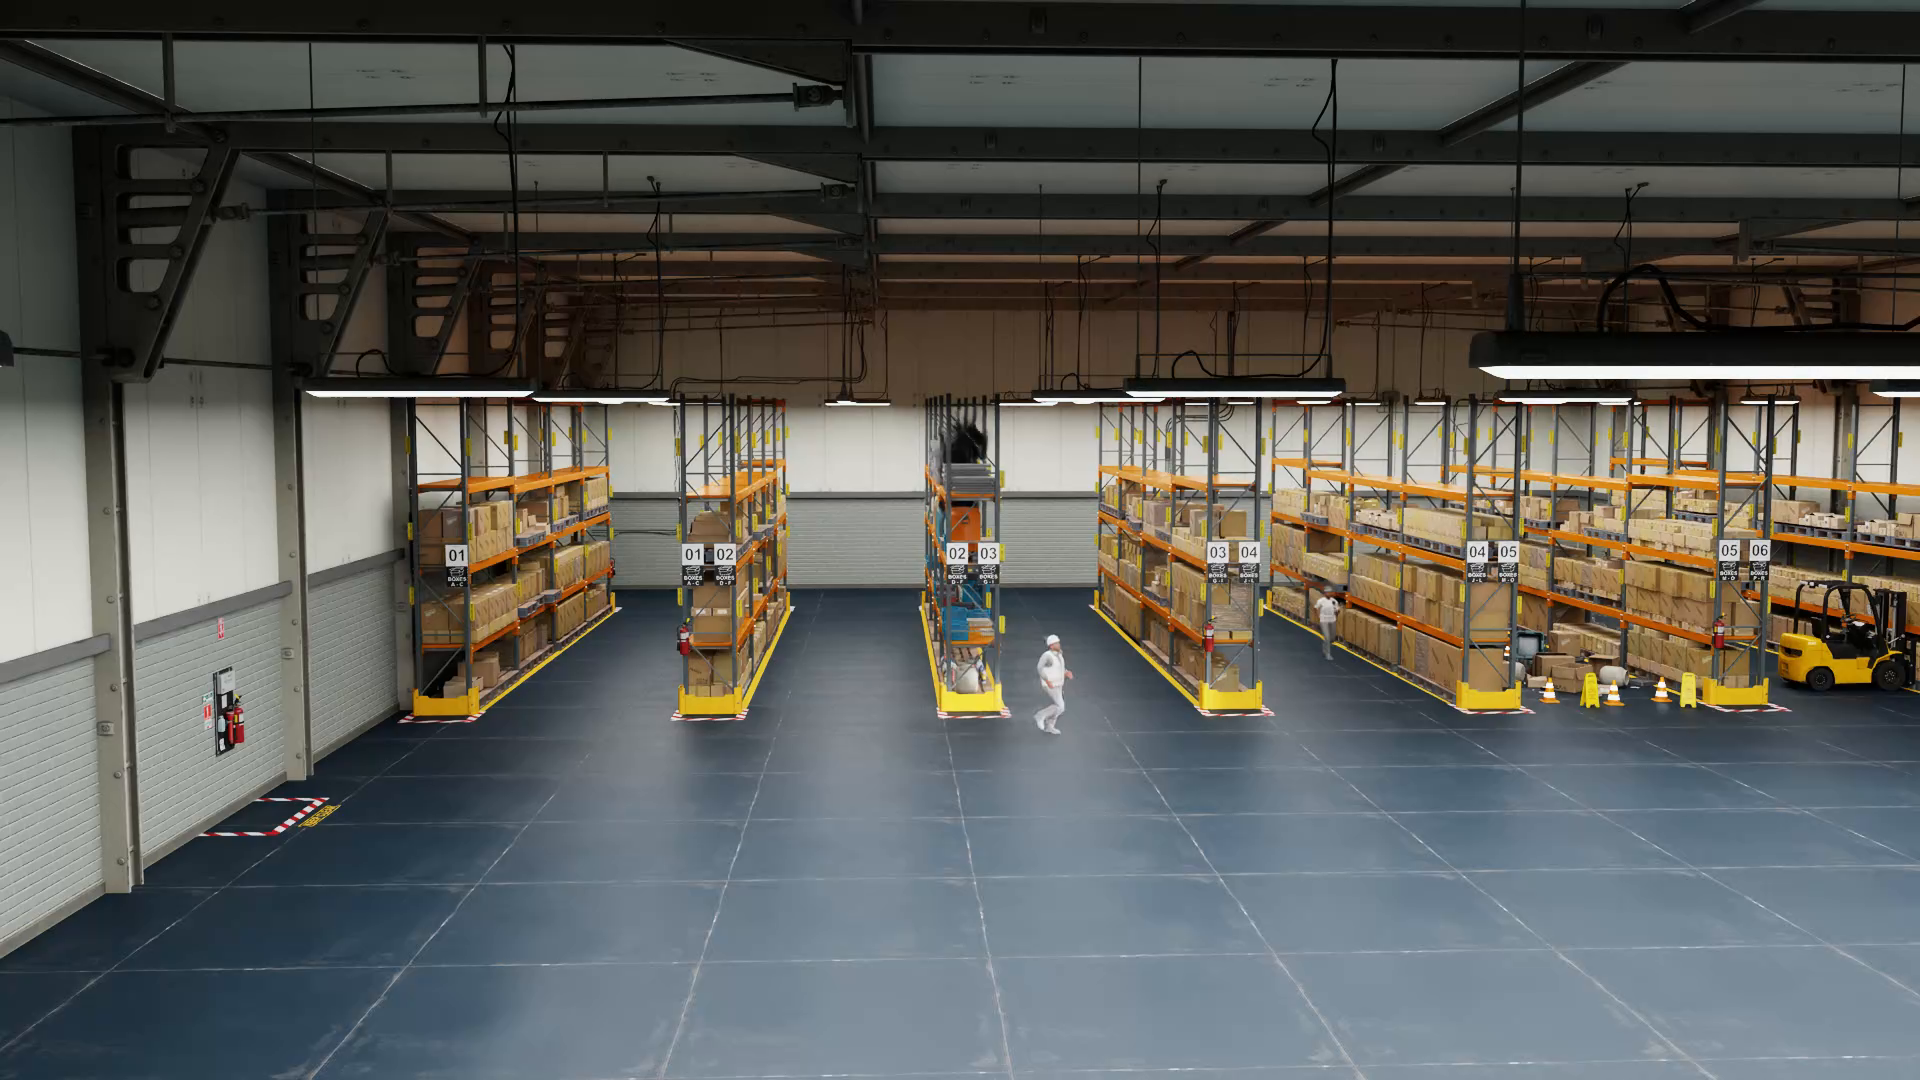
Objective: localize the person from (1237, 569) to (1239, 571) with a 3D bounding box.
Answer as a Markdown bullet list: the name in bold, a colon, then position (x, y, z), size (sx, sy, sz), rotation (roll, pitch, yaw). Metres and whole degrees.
- **person**: position (7.758, 1.353, 45.557), size (0.554, 1.568, 0.538), rotation (0, 5, 1)

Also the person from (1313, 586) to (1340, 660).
- **person**: position (8.404, 1.876, 38.062), size (0.588, 1.669, 0.851), rotation (-1, 5, -7)

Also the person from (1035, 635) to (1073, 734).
- **person**: position (1.670, 2.544, 29.335), size (0.610, 1.744, 0.652), rotation (3, 5, 29)
